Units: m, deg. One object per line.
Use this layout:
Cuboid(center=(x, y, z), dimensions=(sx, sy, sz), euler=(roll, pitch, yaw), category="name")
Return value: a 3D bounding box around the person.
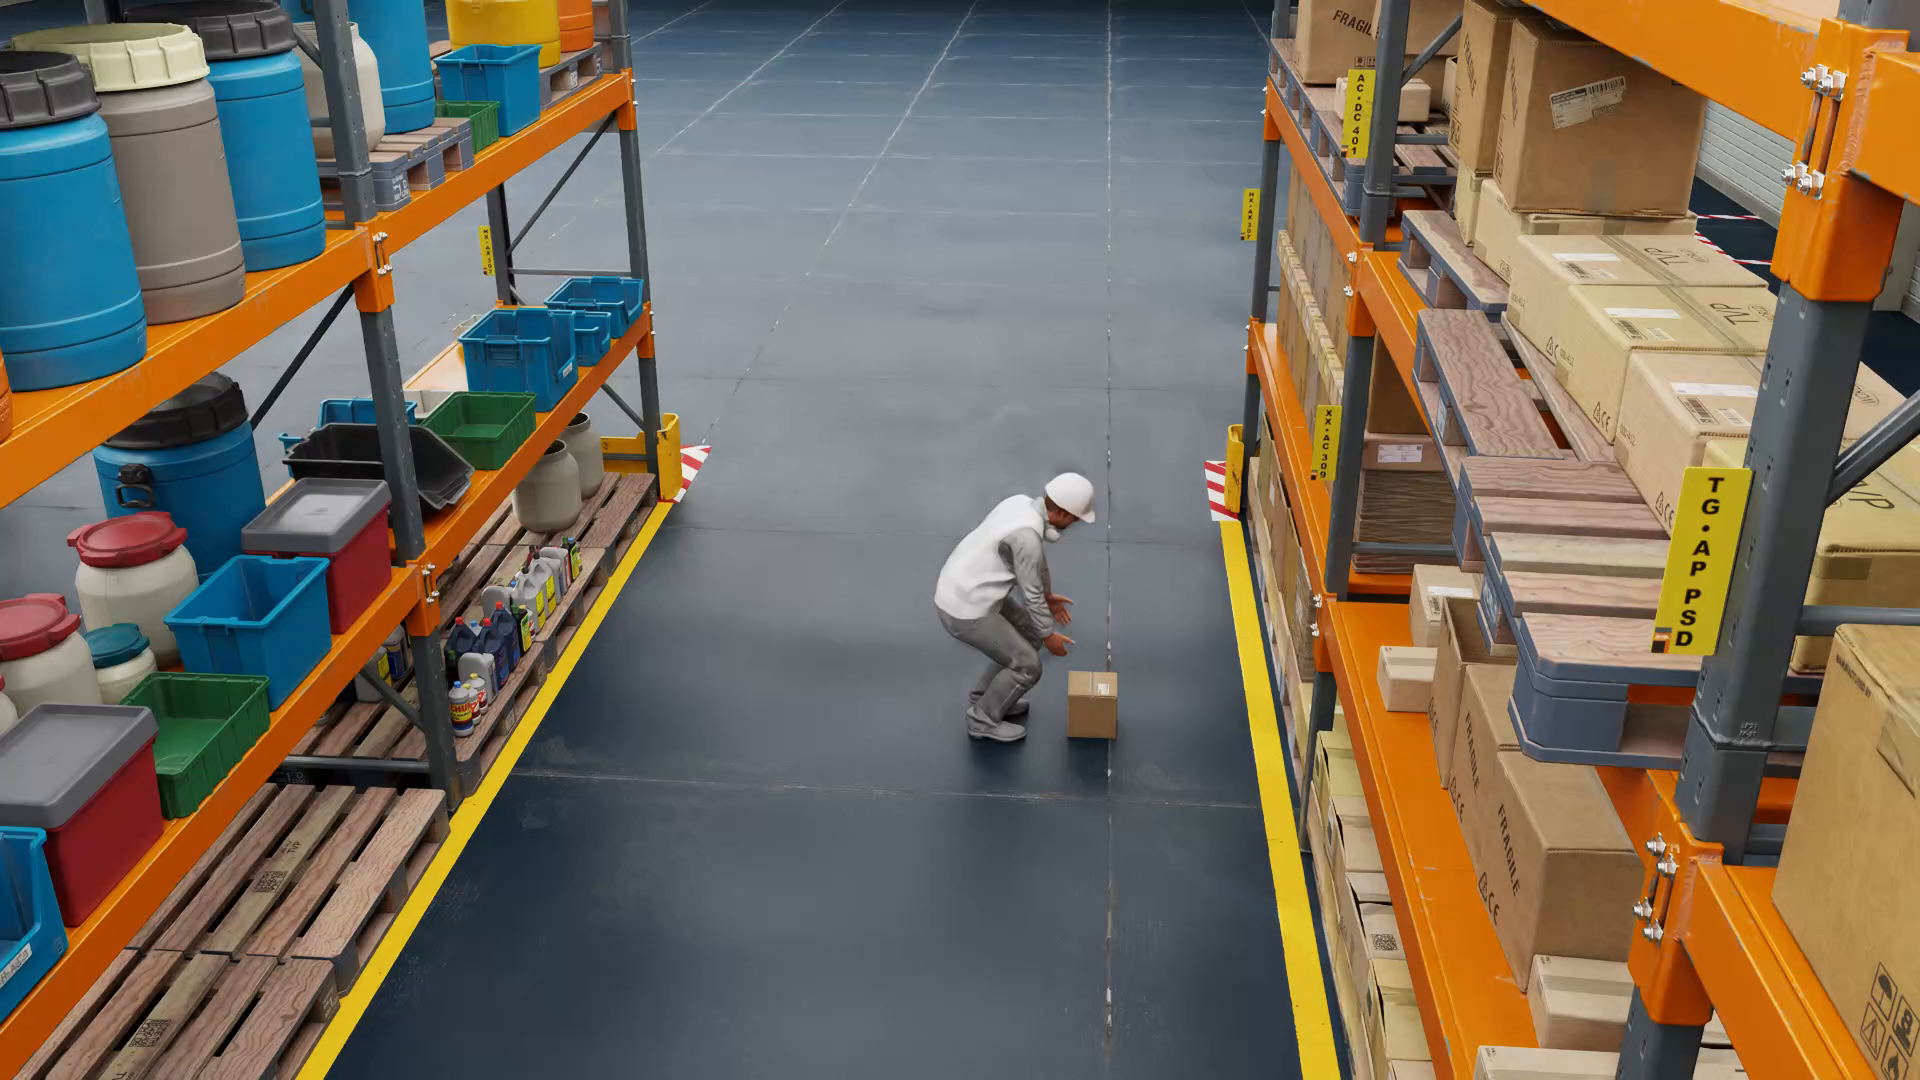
Cuboid(center=(0.270, 0.304, 8.372), dimensions=(0.786, 1.390, 0.590), euler=(2, 24, 4), category="person")
